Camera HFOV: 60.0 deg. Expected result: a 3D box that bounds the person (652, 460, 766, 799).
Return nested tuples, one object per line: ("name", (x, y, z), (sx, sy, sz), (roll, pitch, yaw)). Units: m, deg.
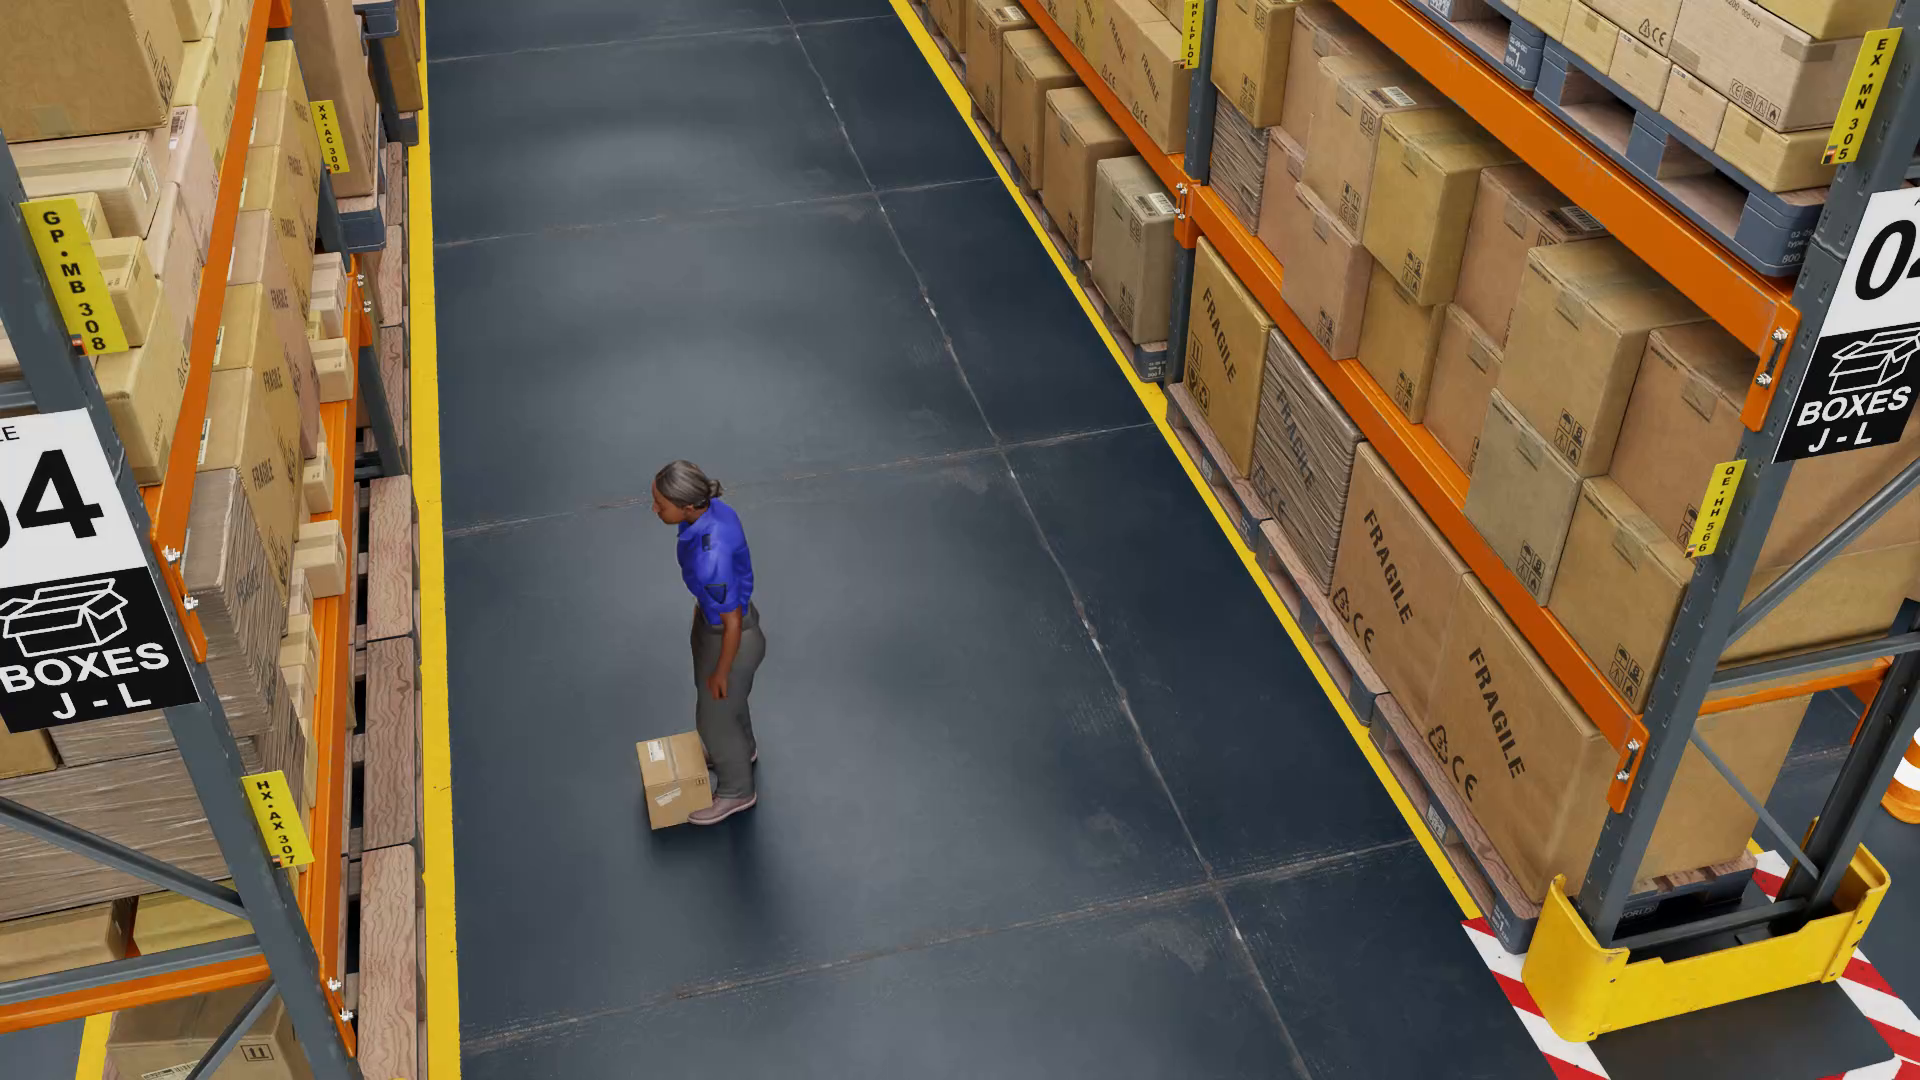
("person", (-0.913, 0.337, 6.236), (0.348, 1.585, 0.493), (-9, 39, -12))
